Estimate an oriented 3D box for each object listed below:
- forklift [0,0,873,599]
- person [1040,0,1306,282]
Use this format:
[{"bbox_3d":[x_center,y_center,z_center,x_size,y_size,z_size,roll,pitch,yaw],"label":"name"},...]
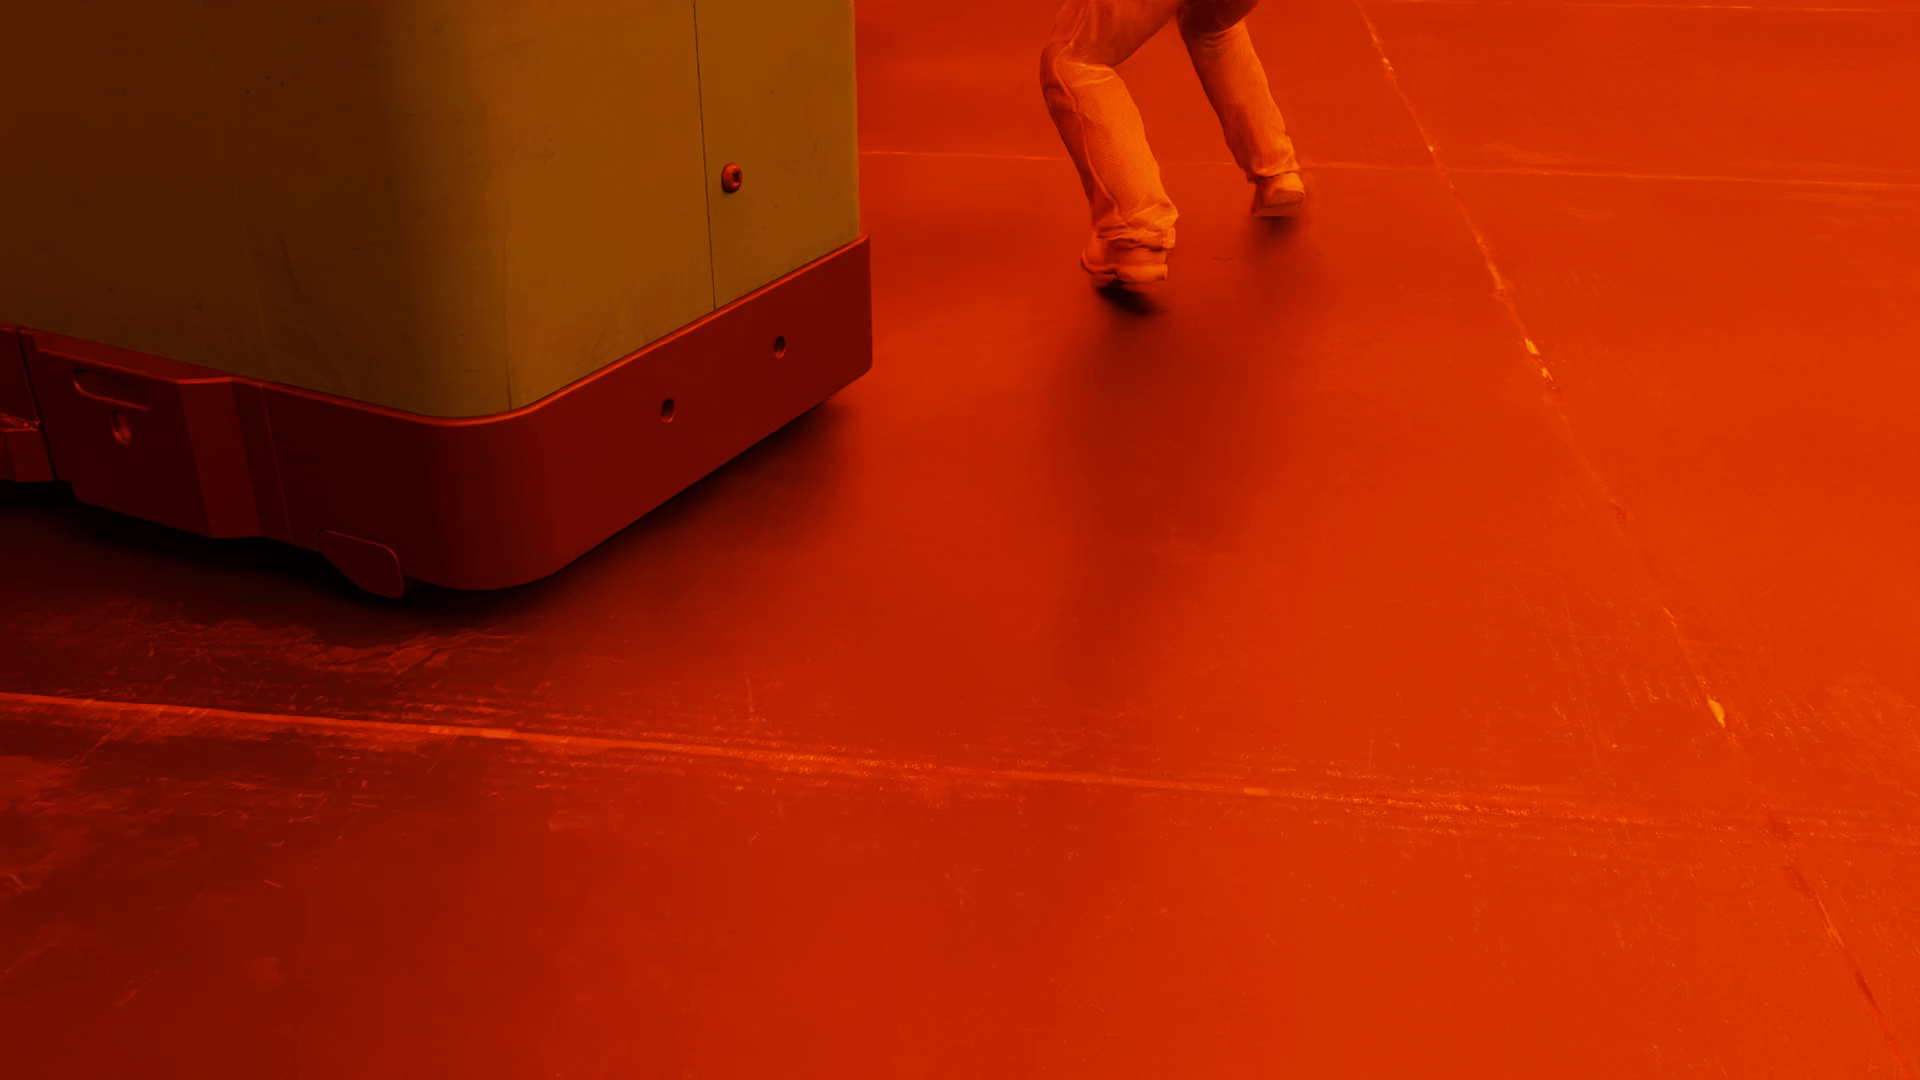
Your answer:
[{"bbox_3d":[-1.707,-1.677,2.578,3.031,2.935,1.130,13,29,24],"label":"forklift"},{"bbox_3d":[0.545,-1.349,3.524,0.571,1.718,1.023,23,35,38],"label":"person"}]
